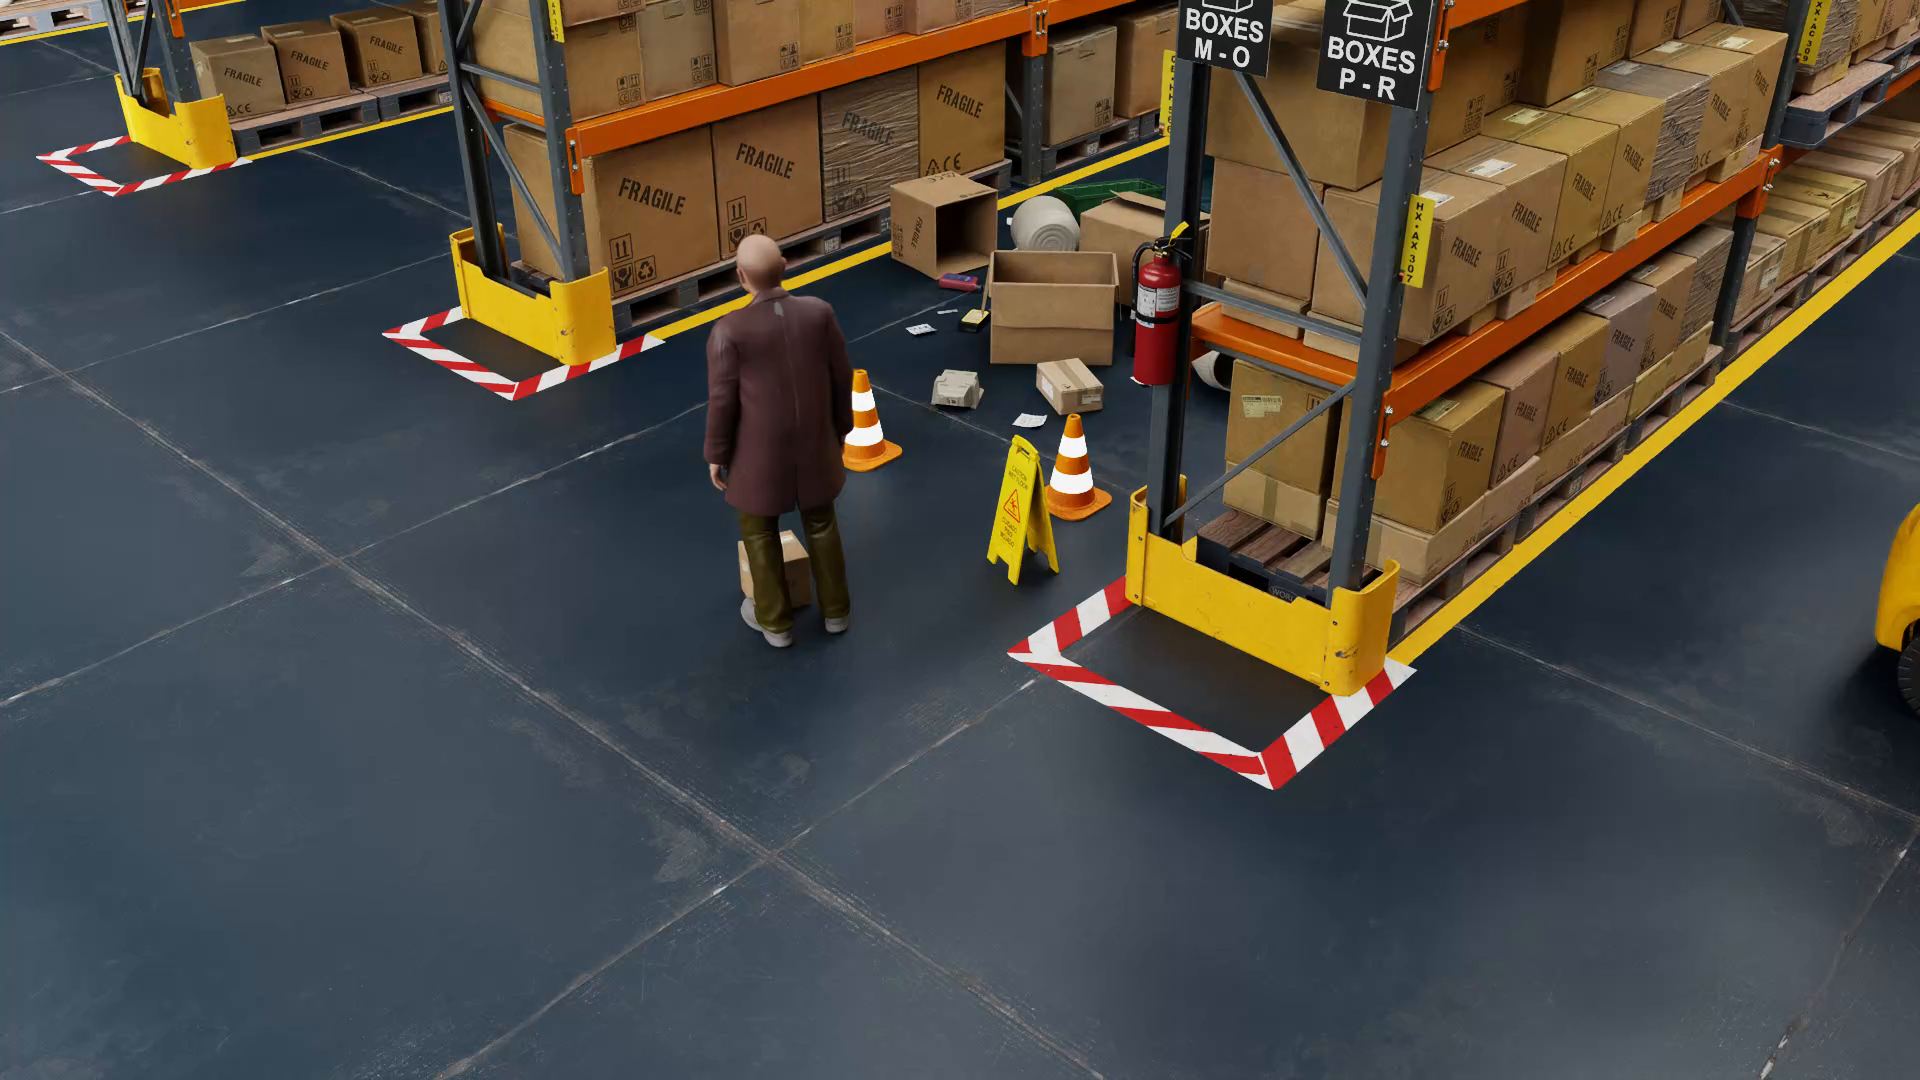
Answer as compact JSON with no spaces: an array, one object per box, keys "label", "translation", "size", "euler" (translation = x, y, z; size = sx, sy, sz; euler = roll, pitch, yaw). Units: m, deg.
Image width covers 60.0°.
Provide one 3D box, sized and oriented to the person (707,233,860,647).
[{"label":"person","translation":[-0.718,-0.365,6.821],"size":[0.644,1.708,0.427],"euler":[-12,33,-19]}]
